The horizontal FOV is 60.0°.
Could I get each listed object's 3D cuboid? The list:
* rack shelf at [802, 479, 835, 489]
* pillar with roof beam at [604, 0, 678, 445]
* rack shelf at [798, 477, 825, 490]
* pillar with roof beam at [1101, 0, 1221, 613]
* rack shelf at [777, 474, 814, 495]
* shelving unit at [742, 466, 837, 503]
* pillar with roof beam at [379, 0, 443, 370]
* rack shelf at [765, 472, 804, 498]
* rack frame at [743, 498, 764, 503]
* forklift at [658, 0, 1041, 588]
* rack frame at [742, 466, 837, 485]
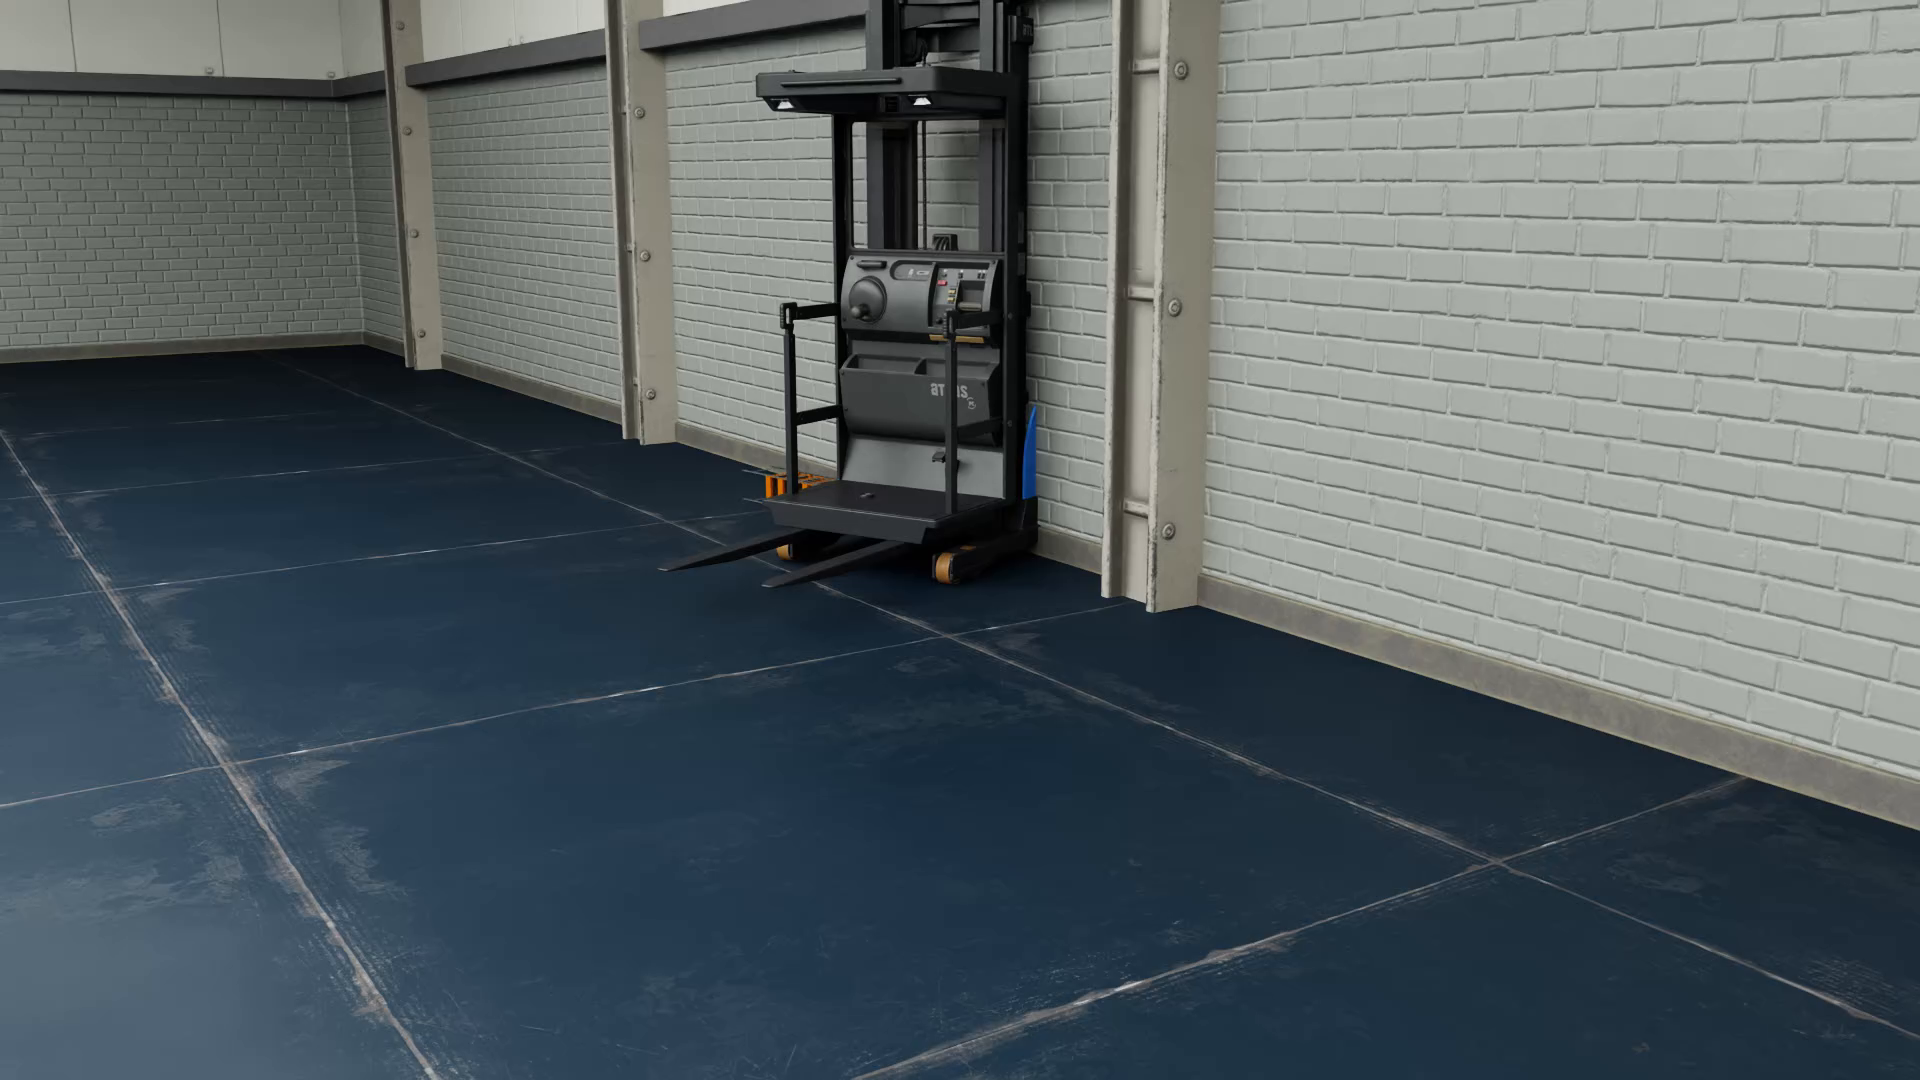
[{"bbox_3d":[-0.837,-0.269,10.137,0.258,0.180,0.103,-12,17,-43],"label":"rack shelf"},{"bbox_3d":[-5.985,-4.665,9.631,9.100,9.000,0.400,-8,15,-33],"label":"pillar with roof beam"},{"bbox_3d":[-0.921,-0.287,10.221,0.258,0.180,0.103,-12,17,-43],"label":"rack shelf"},{"bbox_3d":[-2.660,-3.598,4.752,9.100,9.000,0.400,-8,15,-33],"label":"pillar with roof beam"},{"bbox_3d":[-1.005,-0.305,10.304,0.258,0.180,0.103,-12,17,-43],"label":"rack shelf"},{"bbox_3d":[-0.868,-0.275,10.168,0.258,0.189,1.200,-12,17,-43],"label":"shelving unit"},{"bbox_3d":[-9.309,-5.732,14.511,9.100,9.000,0.400,-8,15,-33],"label":"pillar with roof beam"},{"bbox_3d":[-1.089,-0.324,10.388,0.258,0.180,0.103,-12,17,-43],"label":"rack shelf"},{"bbox_3d":[-0.868,-0.186,10.187,0.240,0.006,1.200,-12,17,-43],"label":"rack frame"},{"bbox_3d":[-0.326,-1.318,8.530,1.130,2.935,3.031,7,14,31],"label":"forklift"},{"bbox_3d":[-0.868,-0.365,10.148,0.240,0.006,1.200,-12,17,-43],"label":"rack frame"}]
